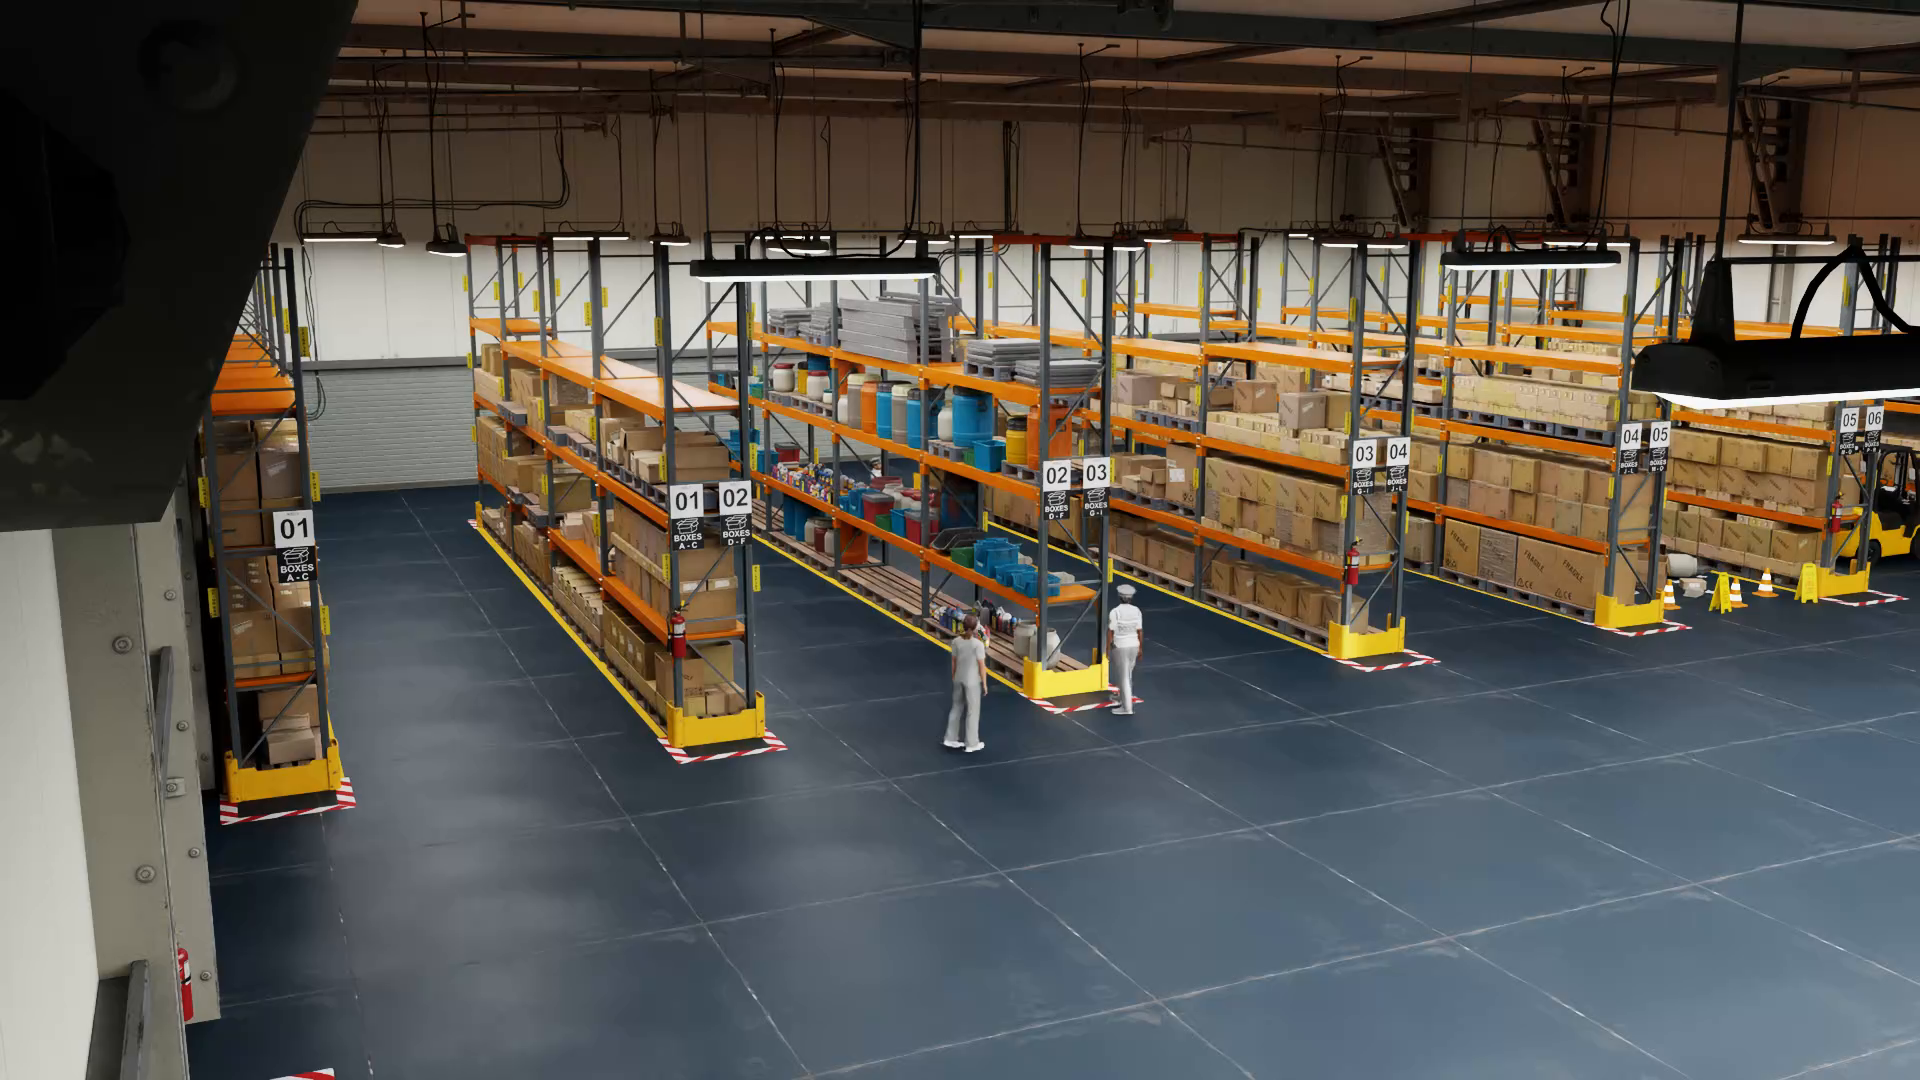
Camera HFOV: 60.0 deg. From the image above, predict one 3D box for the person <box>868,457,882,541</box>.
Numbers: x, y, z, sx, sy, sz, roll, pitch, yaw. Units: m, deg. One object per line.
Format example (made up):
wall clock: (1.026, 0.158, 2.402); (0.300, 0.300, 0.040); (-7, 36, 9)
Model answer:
person: (-1.587, -0.813, 32.942); (0.527, 1.702, 0.517); (0, 11, 0)

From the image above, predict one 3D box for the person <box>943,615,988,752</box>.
person: (0.101, 1.719, 19.957); (0.546, 1.705, 0.391); (10, 15, 42)

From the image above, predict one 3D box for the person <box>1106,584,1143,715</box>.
person: (2.058, 1.394, 21.560); (0.452, 1.672, 0.645); (-7, 13, -31)
